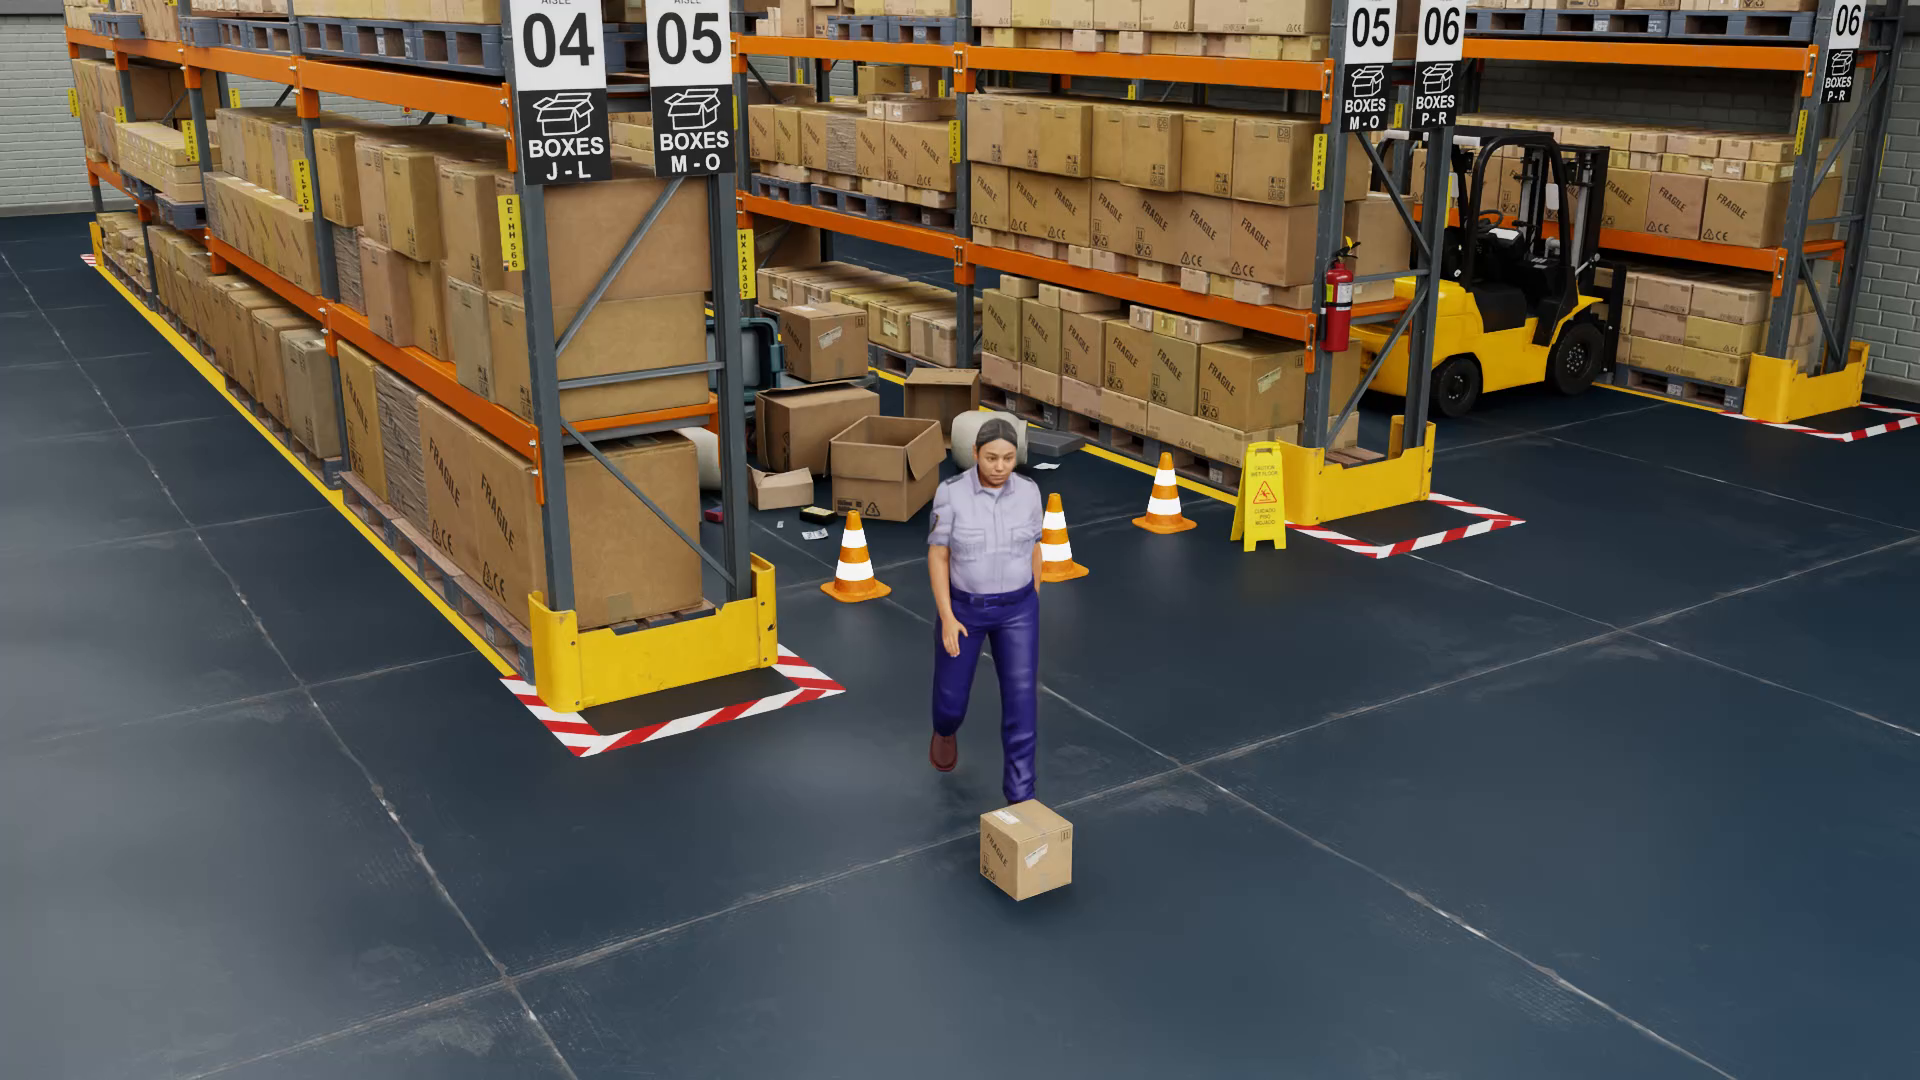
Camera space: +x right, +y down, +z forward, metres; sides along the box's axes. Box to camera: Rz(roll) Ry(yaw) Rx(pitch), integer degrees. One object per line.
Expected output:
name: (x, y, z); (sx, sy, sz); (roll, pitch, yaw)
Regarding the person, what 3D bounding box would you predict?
person: (0.102, 0.294, 6.647); (0.482, 1.628, 0.787); (-3, 18, -9)
